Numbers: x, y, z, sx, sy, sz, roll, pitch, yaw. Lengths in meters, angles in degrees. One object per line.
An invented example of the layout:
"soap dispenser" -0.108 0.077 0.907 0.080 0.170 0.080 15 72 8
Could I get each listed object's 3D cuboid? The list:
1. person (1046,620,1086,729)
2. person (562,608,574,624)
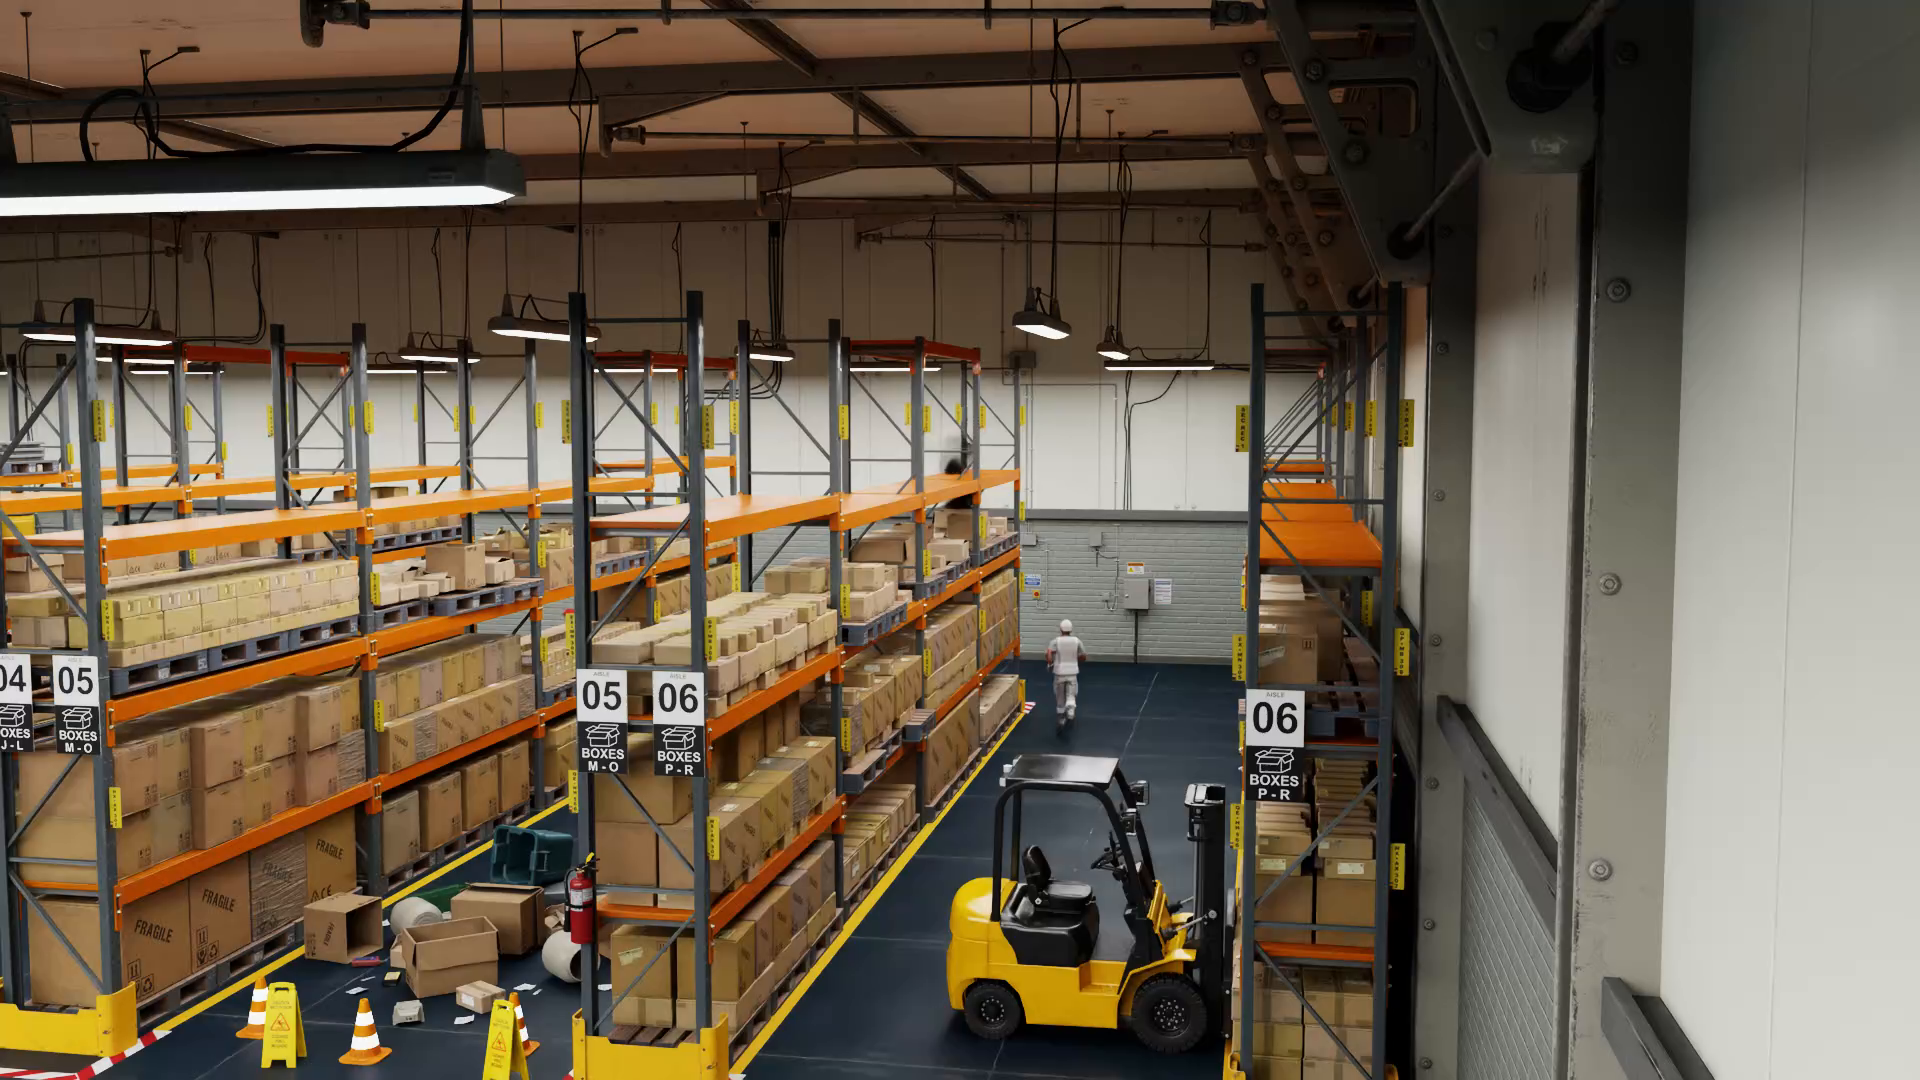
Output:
"person" 1.670 2.139 26.311 0.654 1.776 0.985 0 5 0
"person" -6.472 2.046 27.528 0.651 1.839 0.828 1 5 10
